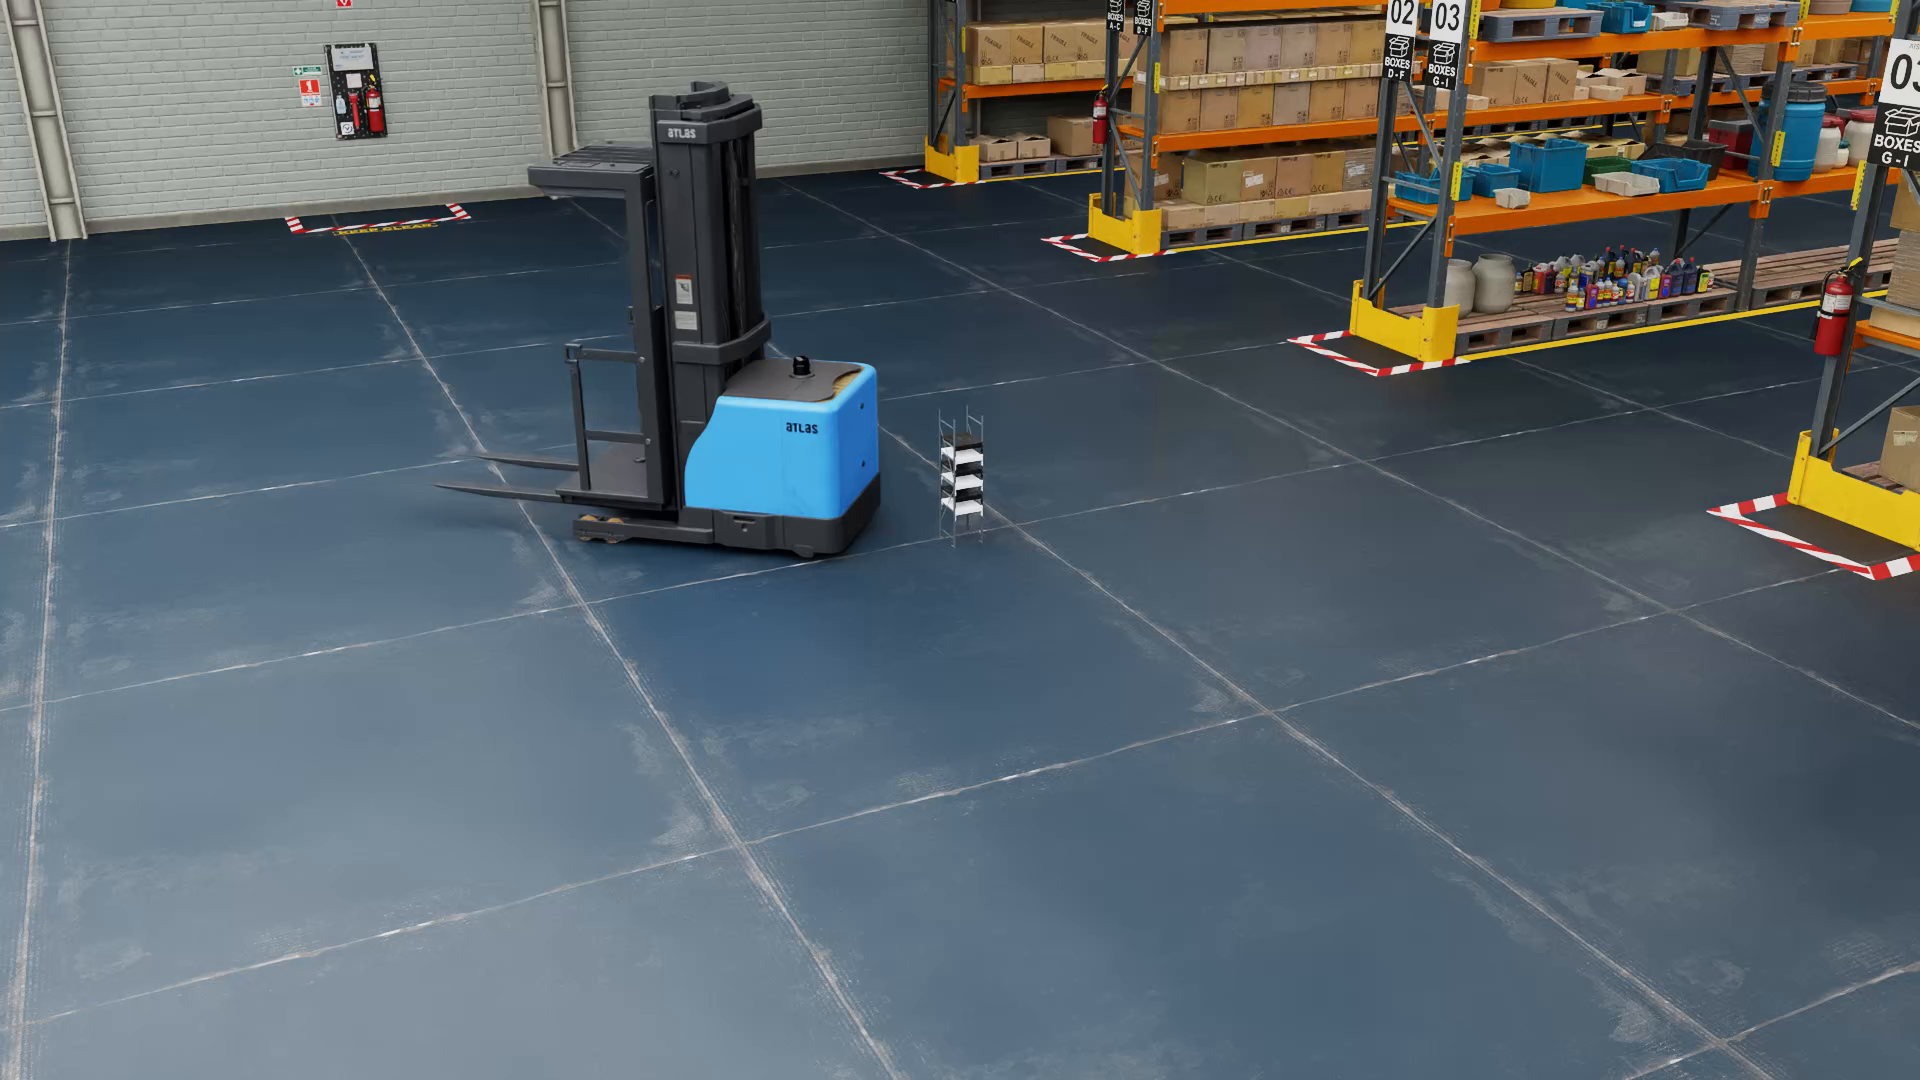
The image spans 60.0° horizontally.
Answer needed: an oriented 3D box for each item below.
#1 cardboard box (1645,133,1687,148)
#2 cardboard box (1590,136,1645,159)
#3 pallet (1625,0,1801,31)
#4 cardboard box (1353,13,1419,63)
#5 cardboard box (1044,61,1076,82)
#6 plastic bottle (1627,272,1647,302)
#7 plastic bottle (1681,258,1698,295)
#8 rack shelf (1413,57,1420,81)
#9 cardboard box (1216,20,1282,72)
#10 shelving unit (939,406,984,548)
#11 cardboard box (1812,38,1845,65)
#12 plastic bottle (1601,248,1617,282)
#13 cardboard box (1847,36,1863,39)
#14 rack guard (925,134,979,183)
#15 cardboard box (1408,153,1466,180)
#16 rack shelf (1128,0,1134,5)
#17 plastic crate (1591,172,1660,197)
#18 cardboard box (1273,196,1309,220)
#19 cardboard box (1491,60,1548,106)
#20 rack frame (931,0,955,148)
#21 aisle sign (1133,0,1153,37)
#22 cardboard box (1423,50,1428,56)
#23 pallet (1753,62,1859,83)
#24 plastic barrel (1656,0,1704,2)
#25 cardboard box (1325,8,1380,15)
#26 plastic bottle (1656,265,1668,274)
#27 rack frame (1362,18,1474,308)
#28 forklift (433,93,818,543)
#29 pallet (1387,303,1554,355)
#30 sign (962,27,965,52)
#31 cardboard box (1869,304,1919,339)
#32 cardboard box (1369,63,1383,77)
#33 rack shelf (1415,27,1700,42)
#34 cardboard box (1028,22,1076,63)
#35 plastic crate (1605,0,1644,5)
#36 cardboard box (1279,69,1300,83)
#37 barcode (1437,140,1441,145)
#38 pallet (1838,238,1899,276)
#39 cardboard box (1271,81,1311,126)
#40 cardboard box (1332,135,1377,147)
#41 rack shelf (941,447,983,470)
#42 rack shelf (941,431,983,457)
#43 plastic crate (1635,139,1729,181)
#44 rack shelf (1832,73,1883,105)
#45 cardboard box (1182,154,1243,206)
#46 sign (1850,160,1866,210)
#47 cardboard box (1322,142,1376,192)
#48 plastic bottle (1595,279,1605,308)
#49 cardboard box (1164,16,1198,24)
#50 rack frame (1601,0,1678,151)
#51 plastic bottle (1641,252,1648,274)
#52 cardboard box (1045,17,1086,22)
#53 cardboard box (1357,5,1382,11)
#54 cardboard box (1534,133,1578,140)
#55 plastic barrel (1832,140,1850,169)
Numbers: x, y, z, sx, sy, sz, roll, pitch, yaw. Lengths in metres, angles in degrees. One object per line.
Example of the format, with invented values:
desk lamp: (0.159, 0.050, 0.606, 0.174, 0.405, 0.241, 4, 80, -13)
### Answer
cardboard box: (9.704, -5.260, 22.729, 0.500, 0.500, 0.500, -9, 24, -21)
cardboard box: (8.805, -5.246, 22.314, 0.500, 0.311, 0.500, -10, 24, -22)
pallet: (7.103, -5.009, 15.754, 1.003, 0.211, 1.213, -10, 25, -24)
cardboard box: (5.169, -6.141, 20.337, 0.500, 0.500, 0.700, -10, 25, -23)
cardboard box: (1.311, -6.699, 23.682, 0.500, 0.250, 0.500, -11, 25, -24)
plastic bottle: (6.644, -2.491, 16.332, 0.135, 0.276, 0.152, -10, 24, -23)
plastic bottle: (7.256, -2.637, 16.586, 0.185, 0.351, 0.144, -11, 25, -25)
rack shelf: (5.216, -7.277, 25.849, 4.000, 0.370, 1.077, -10, 25, -24)
cardboard box: (3.361, -5.808, 19.533, 0.500, 0.500, 0.700, -10, 25, -23)
shelving unit: (0.007, -0.417, 11.081, 0.210, 0.900, 0.258, -10, 25, -24)
cardboard box: (12.251, -7.137, 23.890, 0.700, 0.500, 0.500, 21, 30, 41)
plastic bottle: (6.634, -2.821, 17.031, 0.185, 0.351, 0.144, -12, 25, -26)
cardboard box: (13.118, -7.580, 24.201, 0.500, 0.500, 0.500, -10, 25, -23)
rack guard: (-0.122, -5.472, 23.816, 0.348, 0.500, 1.175, -10, 25, -24)
cardboard box: (6.046, -4.737, 21.084, 0.500, 0.311, 0.500, -10, 25, -23)
rack shelf: (3.764, -6.359, 19.522, 3.687, 0.071, 0.831, -10, 25, -24)
plastic crate: (6.358, -3.385, 15.851, 0.437, 0.136, 0.530, -10, 25, -24)
cardboard box: (3.894, -4.092, 20.259, 0.500, 0.250, 0.500, -10, 25, -24)
cardboard box: (7.191, -5.910, 21.474, 0.500, 0.500, 0.500, -10, 25, -24)
rack frame: (-0.189, -6.613, 23.304, 0.053, 2.616, 0.949, -10, 25, -24)
aisle sign: (2.035, -5.992, 18.406, 0.004, 0.787, 0.394, -10, 25, -24)
cardboard box: (7.416, -7.809, 26.496, 0.250, 0.149, 0.380, -11, 25, -24)
pallet: (12.007, -6.715, 23.800, 1.213, 0.211, 1.003, -10, 25, -24)
plastic barrel: (6.768, -5.547, 15.602, 0.708, 0.901, 0.600, -10, 25, -24)
cardboard box: (6.107, -8.007, 25.966, 0.500, 0.500, 0.700, -13, 26, -29)
plastic bottle: (6.996, -2.617, 16.637, 0.135, 0.276, 0.152, -10, 25, -24)
rack frame: (4.107, -3.200, 15.059, 0.127, 3.000, 1.000, -10, 25, -24)
forklift: (-2.174, -1.497, 11.118, 2.937, 2.867, 1.118, 5, 23, 13)
pallet: (4.889, -2.073, 15.983, 1.213, 0.211, 1.003, -10, 25, -24)
sign: (0.045, -6.827, 22.690, 0.005, 0.325, 0.100, -10, 25, -24)
cardboard box: (6.422, -1.496, 11.269, 0.250, 0.149, 0.380, -10, 25, -24)
cardboard box: (4.955, -5.714, 20.152, 0.250, 0.149, 0.380, -11, 25, -25)
rack shelf: (5.909, -4.709, 15.373, 3.809, 0.052, 0.919, -10, 25, -24)
cardboard box: (1.288, -7.038, 23.521, 0.500, 0.500, 0.500, -11, 25, -25)
plastic crate: (6.171, -4.984, 15.723, 0.450, 0.188, 0.336, -10, 25, -24)
cardboard box: (3.794, -5.499, 19.634, 0.250, 0.149, 0.380, -10, 25, -23)
barcode: (5.976, -4.962, 20.753, 0.075, 0.075, 0.001, -10, 25, -24)
pallet: (10.600, -3.124, 18.520, 1.213, 0.211, 1.003, -10, 25, -24)
cardboard box: (3.782, -5.285, 19.964, 0.500, 0.500, 0.700, -10, 24, -22)
cardboard box: (5.012, -4.872, 21.164, 0.500, 0.500, 0.500, -10, 25, -24)
rack shelf: (0.007, -0.553, 11.025, 0.200, 0.077, 0.258, -10, 25, -24)
rack shelf: (0.007, -0.636, 10.991, 0.200, 0.077, 0.258, -10, 25, -24)
plastic crate: (7.184, -3.792, 16.570, 0.504, 0.338, 0.767, -10, 25, -24)
rack shelf: (14.577, -6.898, 24.932, 4.000, 0.370, 1.077, -10, 25, -24)
cardboard box: (2.991, -4.274, 19.718, 0.500, 0.500, 0.500, -10, 25, -24)
sign: (6.032, -2.369, 11.124, 0.005, 0.325, 0.100, -10, 25, -24)
cardboard box: (-17.056, -2.272, 4.373, 53.590, 8.540, 10.069, -10, 25, -24)
plastic bottle: (6.184, -2.393, 16.101, 0.097, 0.271, 0.097, 0, 22, 0)
cardboard box: (3.122, -7.379, 24.344, 0.500, 0.500, 0.500, -10, 25, -24)
rack frame: (9.170, -6.235, 22.390, 0.127, 3.000, 1.000, -10, 25, -24)
plastic bottle: (7.001, -2.810, 17.094, 0.133, 0.283, 0.061, -10, 25, -24)
cardboard box: (1.518, -7.303, 24.160, 0.500, 0.500, 0.500, -10, 25, -23)
cardboard box: (6.437, -8.364, 25.981, 0.250, 0.149, 0.380, -15, 27, -32)
cardboard box: (8.101, -5.342, 22.546, 0.500, 0.311, 0.500, -11, 25, -25)
plastic barrel: (8.970, -3.966, 17.091, 0.301, 0.262, 0.301, 0, 22, 0)
